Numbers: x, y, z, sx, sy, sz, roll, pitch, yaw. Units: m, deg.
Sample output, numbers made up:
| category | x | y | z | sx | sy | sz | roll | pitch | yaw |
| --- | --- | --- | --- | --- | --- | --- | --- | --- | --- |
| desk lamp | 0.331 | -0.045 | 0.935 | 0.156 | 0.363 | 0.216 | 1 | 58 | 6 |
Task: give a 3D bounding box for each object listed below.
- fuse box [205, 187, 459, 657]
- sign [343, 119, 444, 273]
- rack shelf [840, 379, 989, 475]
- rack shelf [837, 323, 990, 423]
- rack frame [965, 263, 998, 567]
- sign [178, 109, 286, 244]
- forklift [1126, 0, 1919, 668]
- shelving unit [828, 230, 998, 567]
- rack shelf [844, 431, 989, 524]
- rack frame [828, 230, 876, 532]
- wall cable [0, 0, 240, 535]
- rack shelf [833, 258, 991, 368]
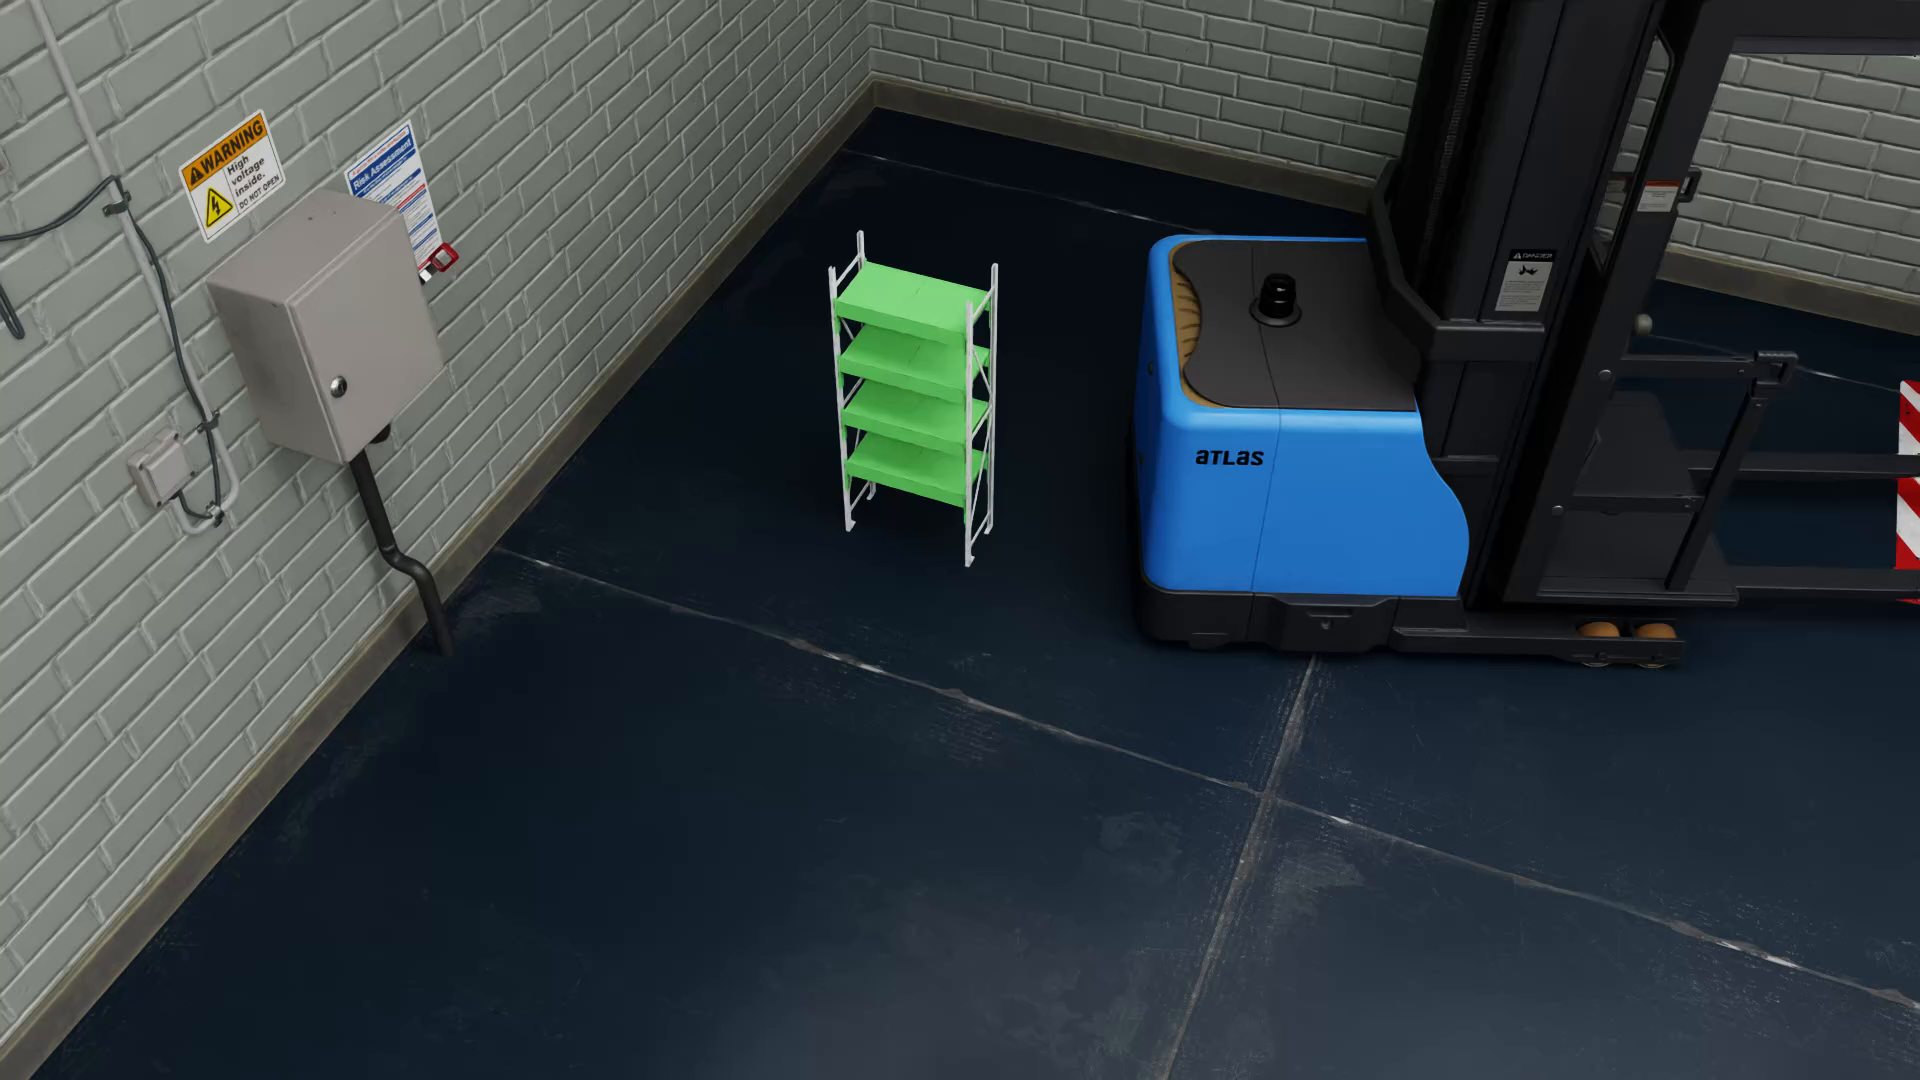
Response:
| category | x | y | z | sx | sy | sz | roll | pitch | yaw |
| --- | --- | --- | --- | --- | --- | --- | --- | --- | --- |
| fuse box | -1.768 | -0.224 | 5.262 | 0.414 | 1.711 | 0.539 | 16 | 47 | 16 |
| sign | -1.769 | -1.025 | 5.221 | 0.001 | 0.494 | 0.329 | 16 | 47 | 16 |
| rack shelf | -0.153 | -0.425 | 5.917 | 0.480 | 0.148 | 0.258 | 16 | 47 | 16 |
| rack shelf | -0.153 | -0.595 | 5.748 | 0.480 | 0.148 | 0.258 | 16 | 47 | 16 |
| rack frame | 0.072 | -0.404 | 5.805 | 0.015 | 1.200 | 0.240 | 16 | 47 | 16 |
| sign | -1.980 | -0.994 | 4.537 | 0.001 | 0.242 | 0.339 | 16 | 47 | 16 |
| forklift | 2.145 | -0.976 | 5.153 | 3.031 | 2.935 | 1.130 | 1 | 45 | 1 |
| shelving unit | -0.153 | -0.470 | 5.872 | 0.503 | 1.200 | 0.258 | 16 | 47 | 16 |
| rack shelf | -0.153 | -0.255 | 6.086 | 0.480 | 0.148 | 0.258 | 16 | 47 | 16 |
| rack frame | -0.378 | -0.537 | 5.939 | 0.015 | 1.200 | 0.240 | 16 | 47 | 16 |
| wall cable | -2.176 | -0.640 | 4.046 | 0.122 | 1.984 | 0.588 | 16 | 47 | 16 |
| rack shelf | -0.153 | -0.765 | 5.578 | 0.480 | 0.148 | 0.258 | 16 | 47 | 16 |
